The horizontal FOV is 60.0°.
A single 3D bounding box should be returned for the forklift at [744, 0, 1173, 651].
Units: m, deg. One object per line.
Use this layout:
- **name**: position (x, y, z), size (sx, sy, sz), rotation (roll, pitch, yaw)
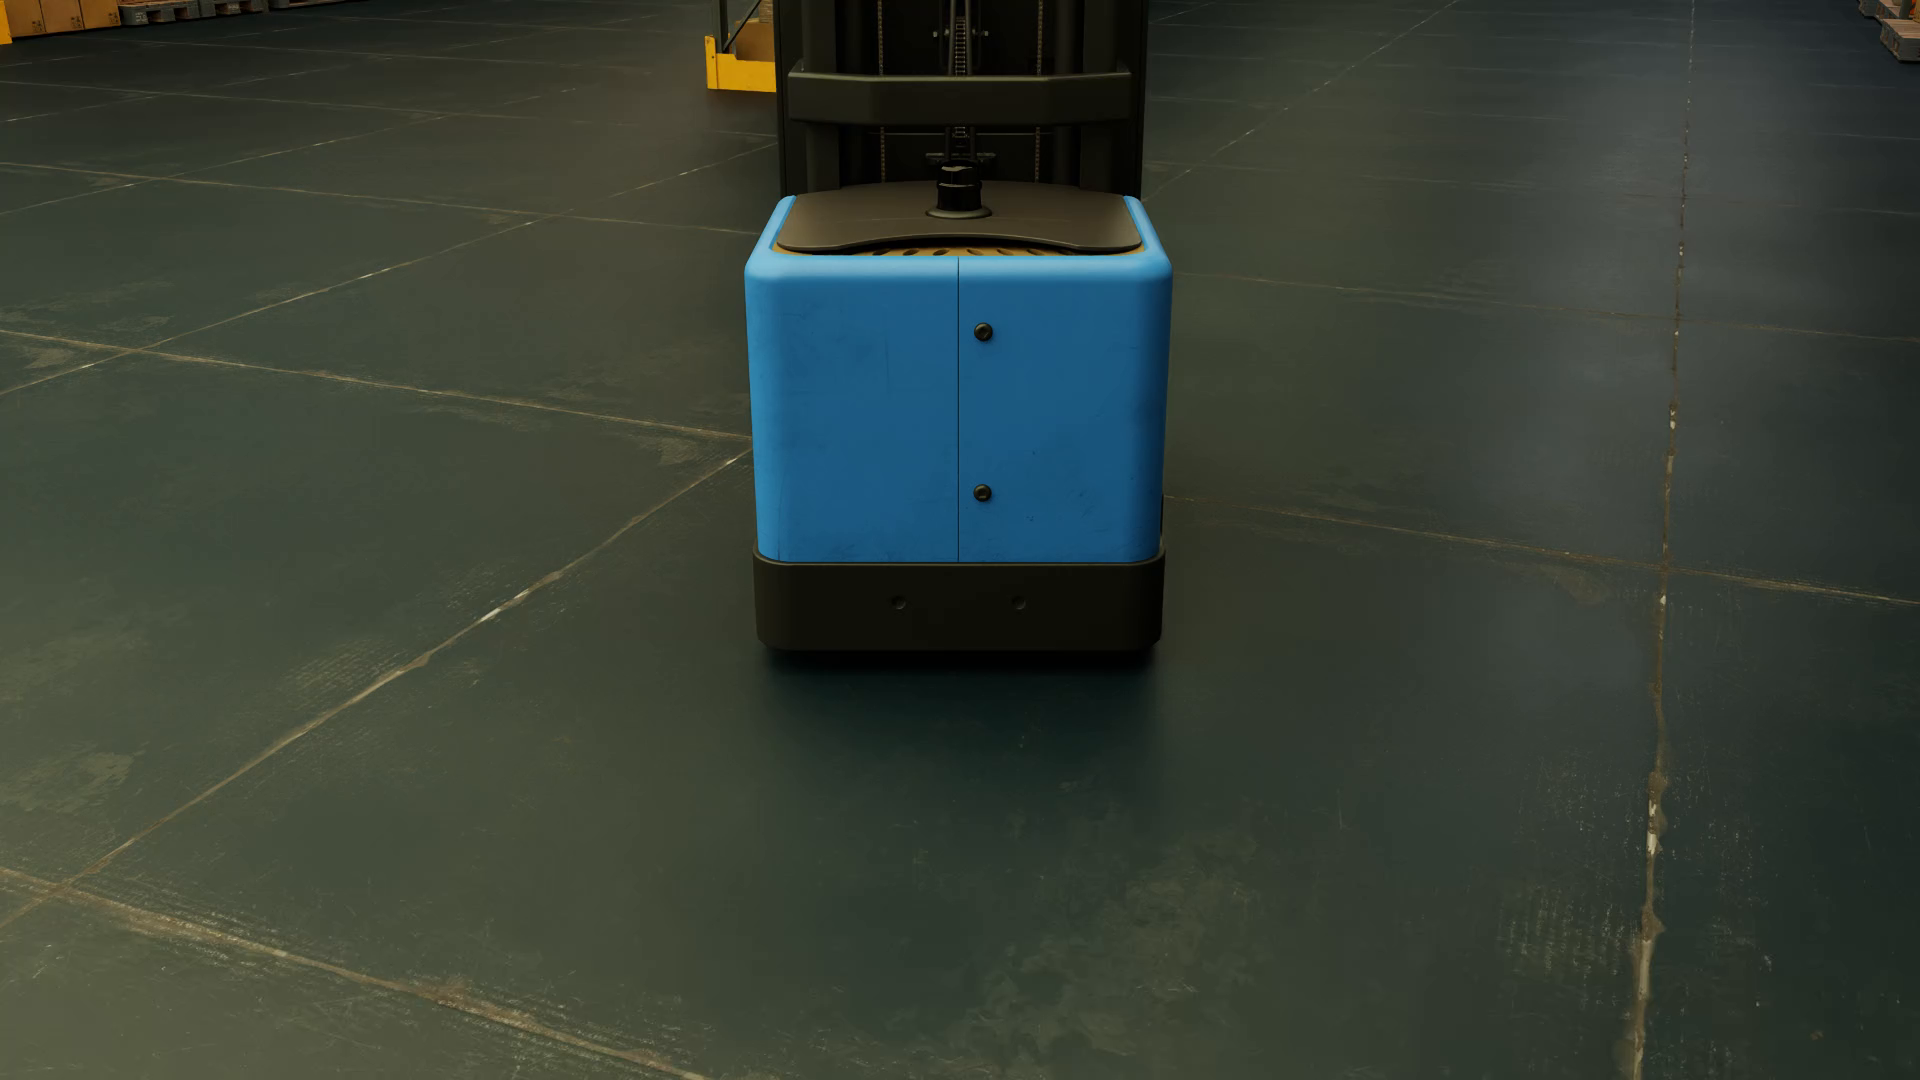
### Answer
- **forklift**: position (0.002, -1.587, 5.089), size (1.130, 2.935, 3.031), rotation (0, 23, 0)
